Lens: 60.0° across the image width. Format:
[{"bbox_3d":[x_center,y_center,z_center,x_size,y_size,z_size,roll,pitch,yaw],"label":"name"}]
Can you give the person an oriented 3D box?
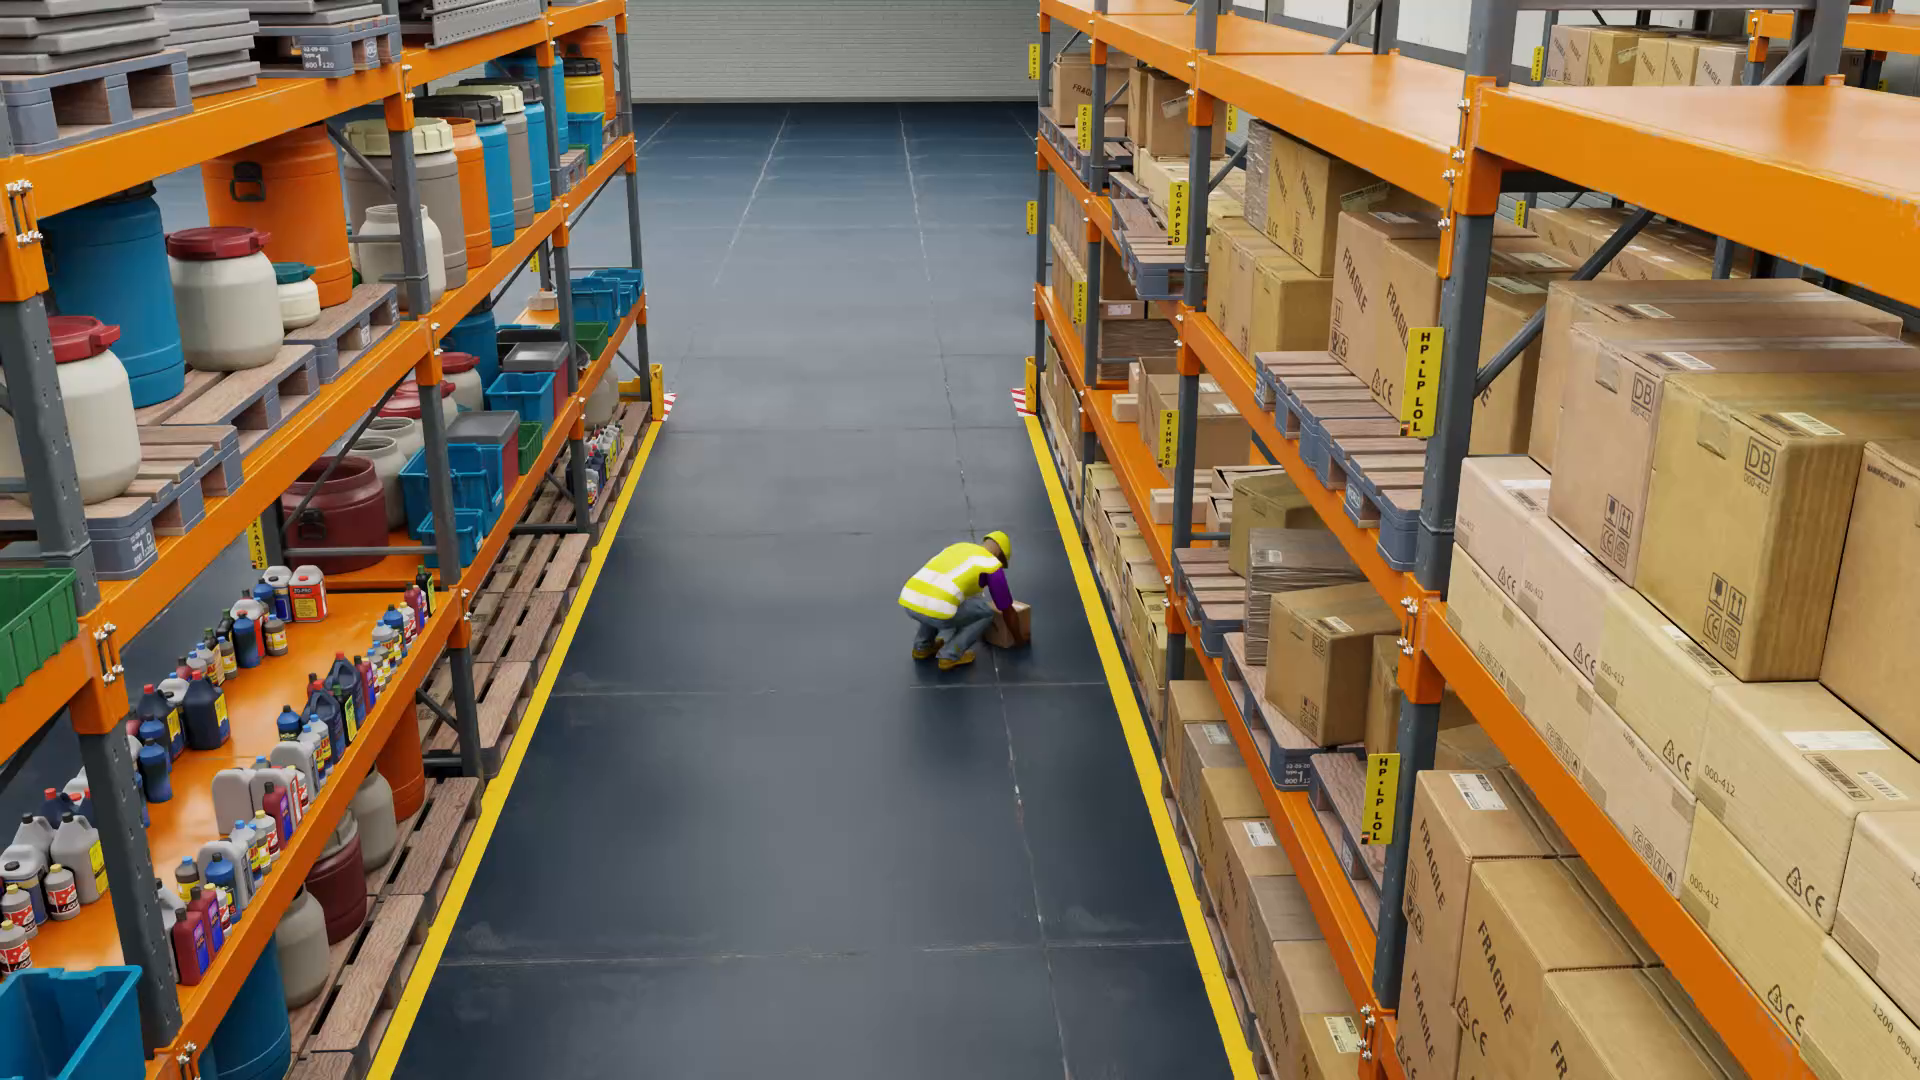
[{"bbox_3d":[0.044,0.260,11.349,0.517,1.061,0.981,17,26,39],"label":"person"}]
